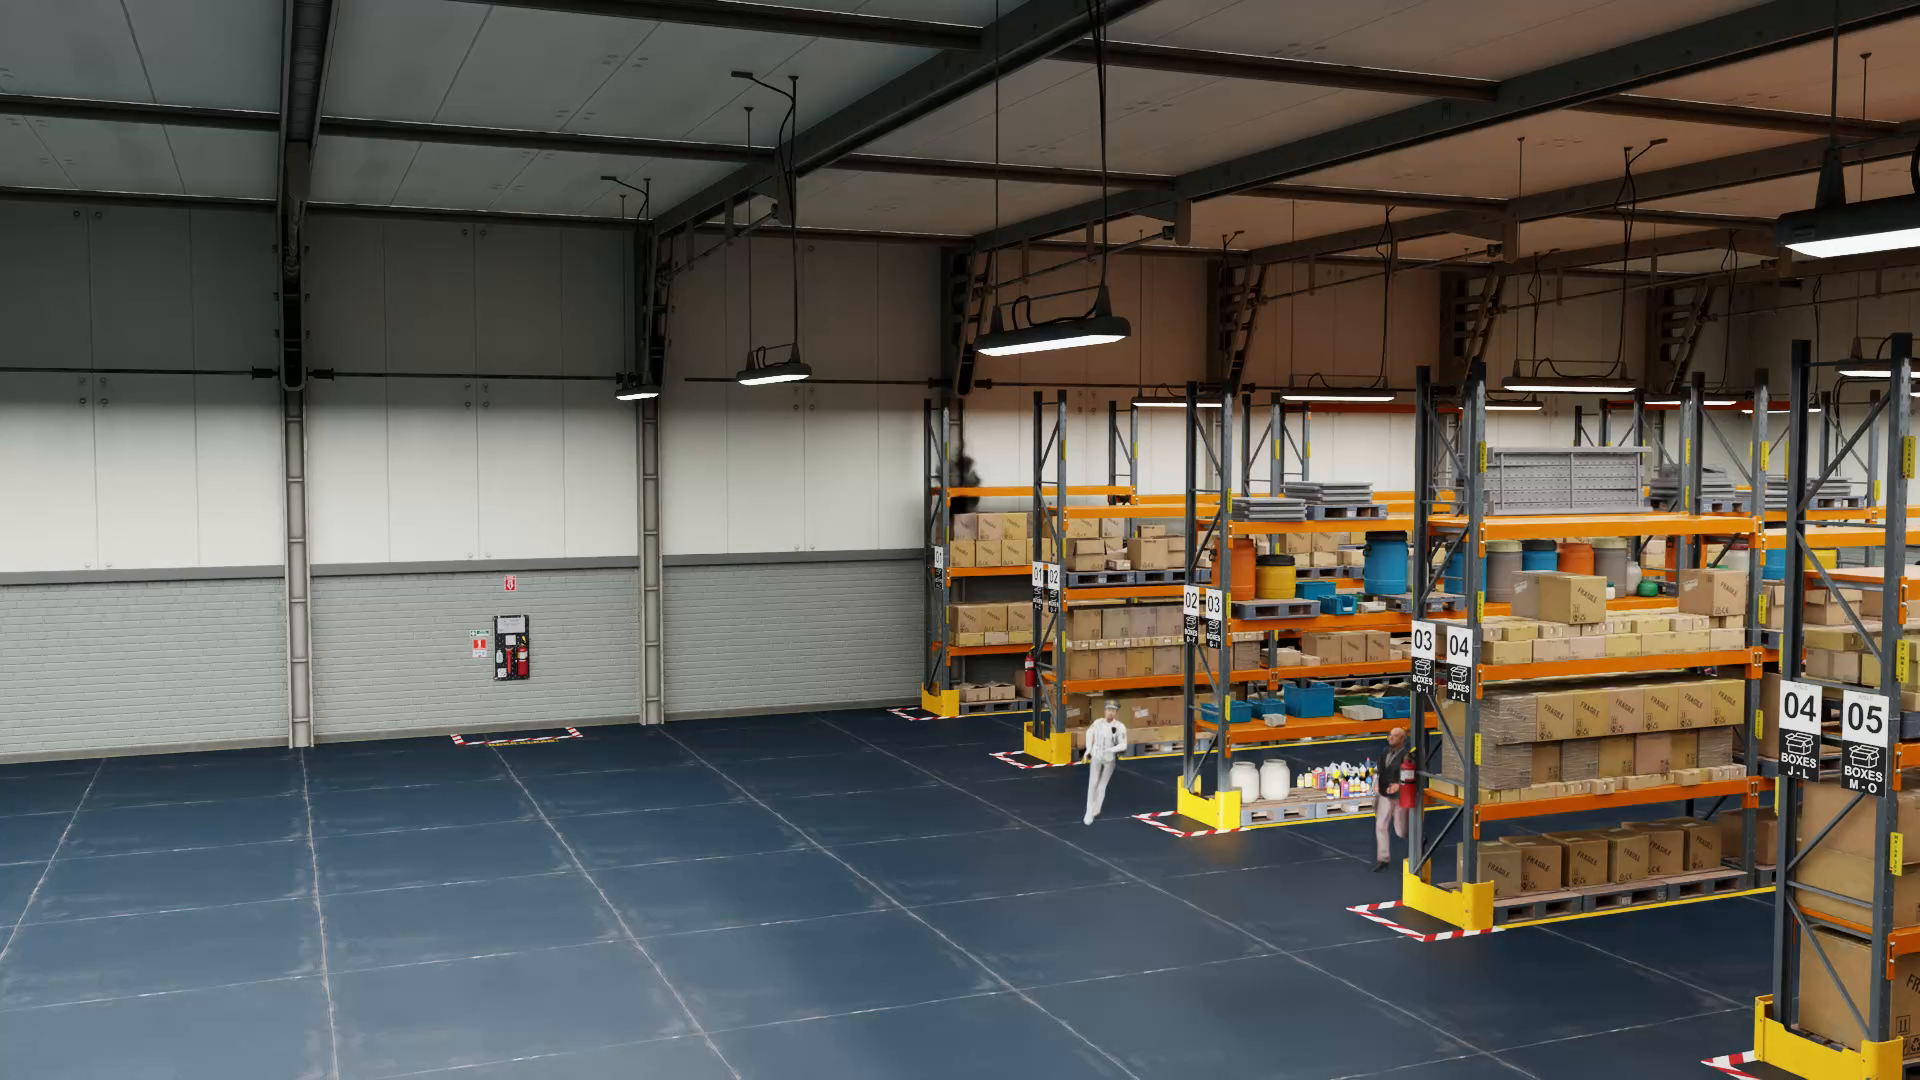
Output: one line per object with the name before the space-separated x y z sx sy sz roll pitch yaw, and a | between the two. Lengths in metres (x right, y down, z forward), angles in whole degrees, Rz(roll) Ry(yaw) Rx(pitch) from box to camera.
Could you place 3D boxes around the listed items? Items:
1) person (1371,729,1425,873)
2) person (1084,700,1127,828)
person | 5.286 3.138 20.150 0.826 1.715 0.677 -3 4 -38
person | 1.970 2.996 22.528 0.597 1.681 0.724 1 3 11
